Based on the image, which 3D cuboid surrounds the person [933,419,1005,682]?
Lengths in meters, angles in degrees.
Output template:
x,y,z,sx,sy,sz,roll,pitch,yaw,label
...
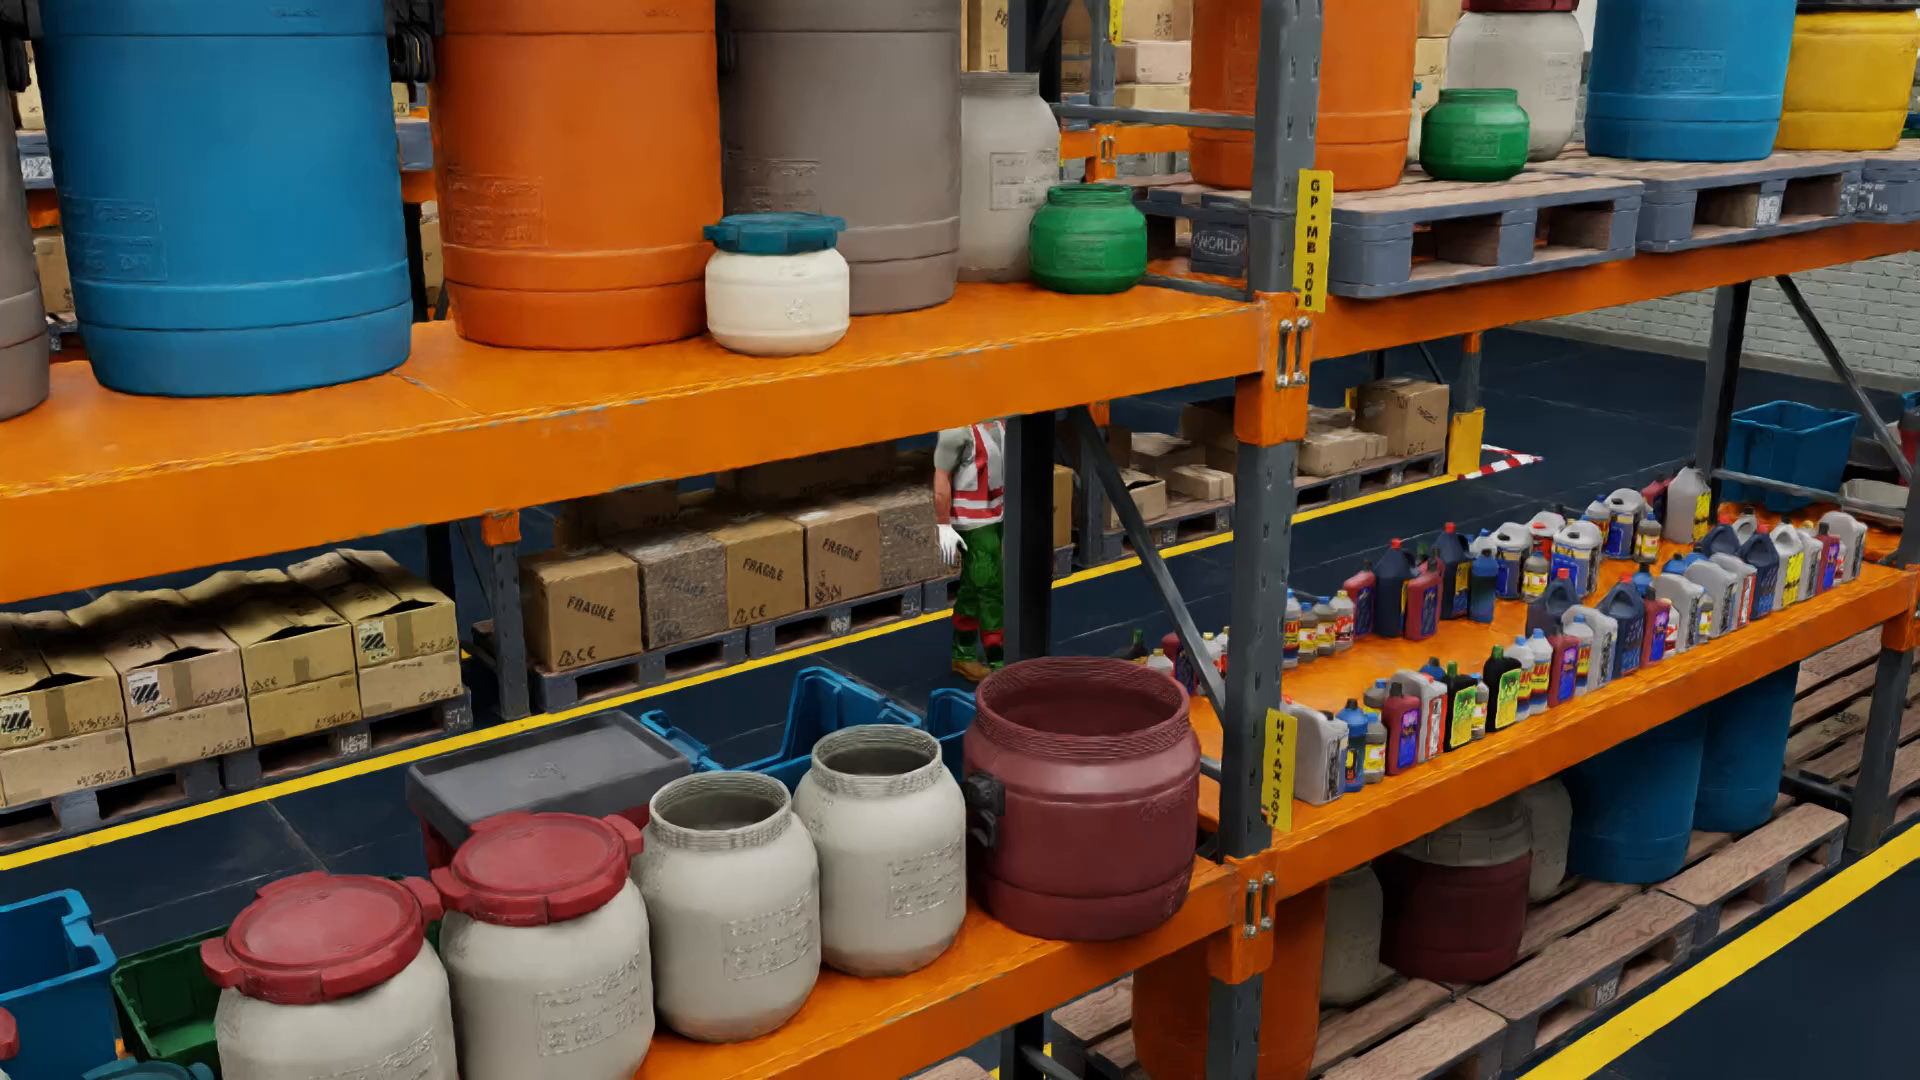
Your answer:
x,y,z,sx,sy,sz,roll,pitch,yaw,label
0.200,-0.079,8.728,0.614,1.786,0.665,7,19,22,person
